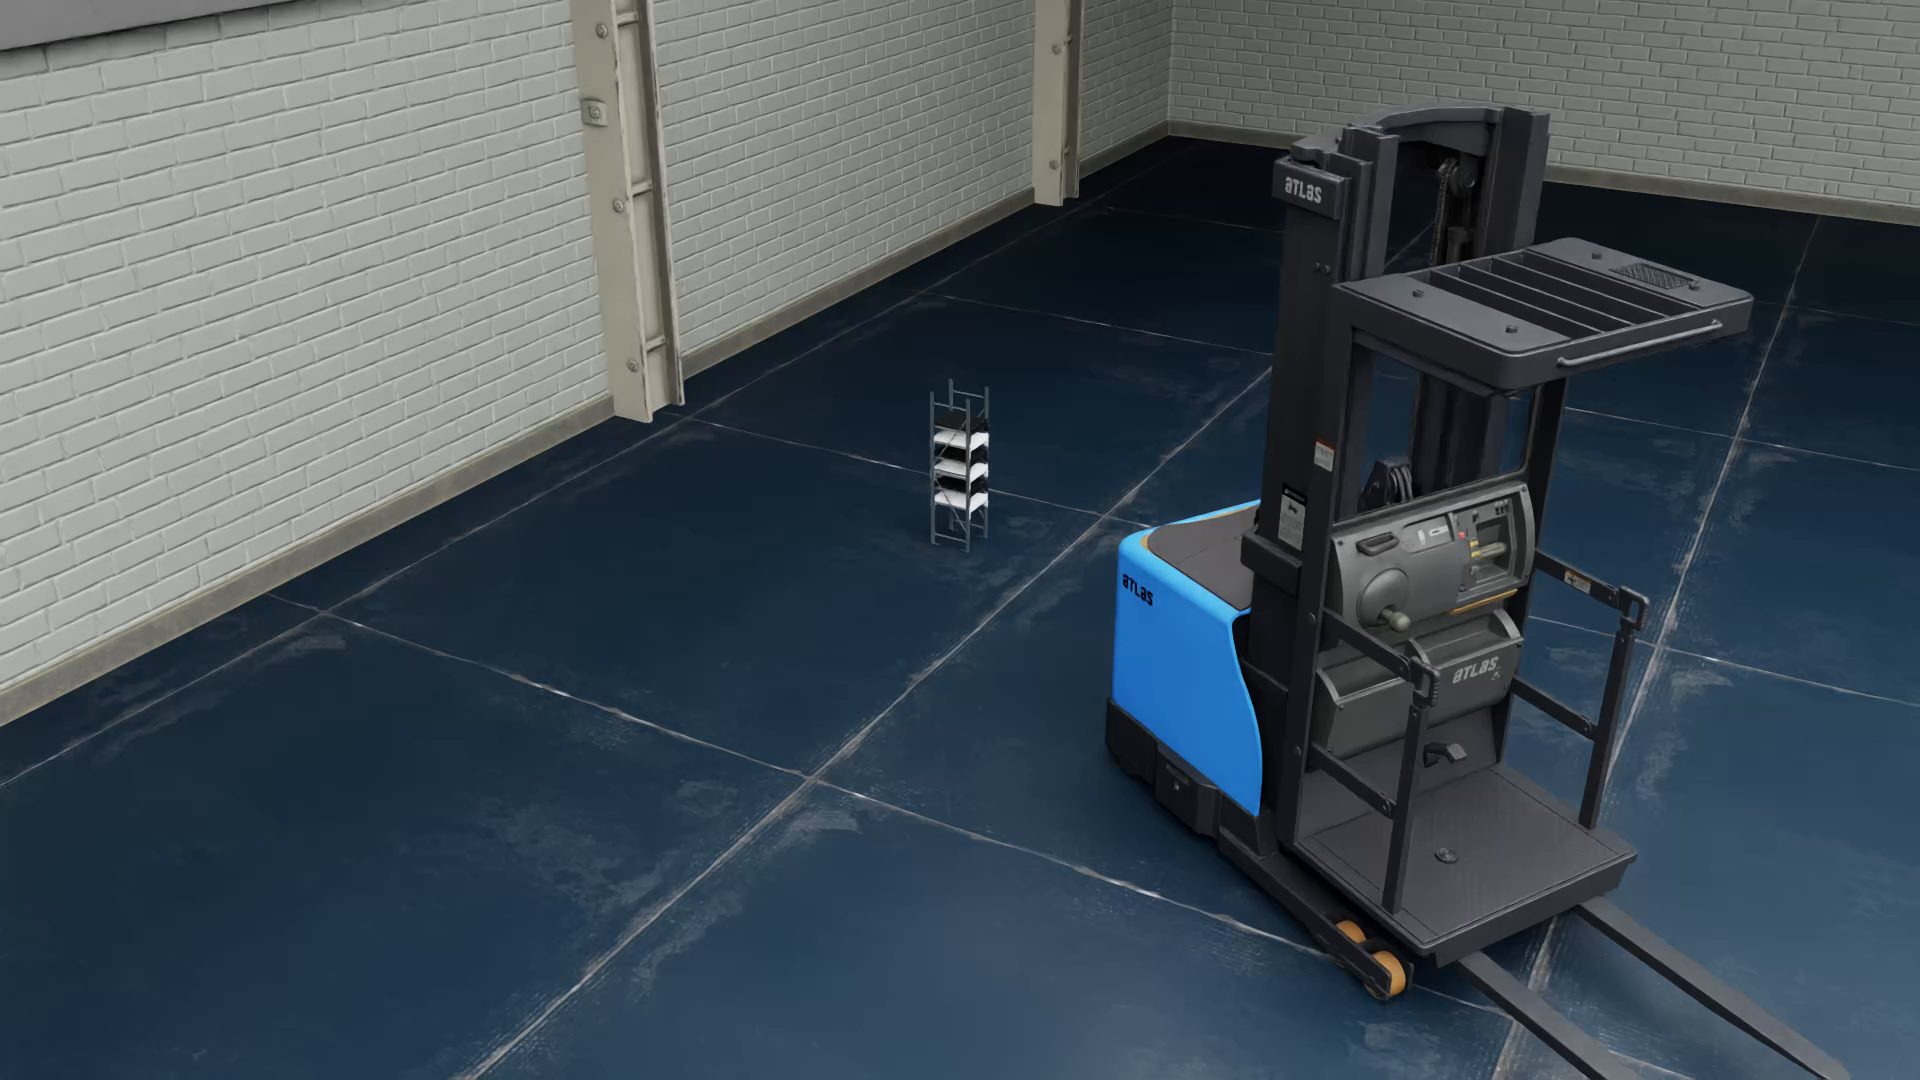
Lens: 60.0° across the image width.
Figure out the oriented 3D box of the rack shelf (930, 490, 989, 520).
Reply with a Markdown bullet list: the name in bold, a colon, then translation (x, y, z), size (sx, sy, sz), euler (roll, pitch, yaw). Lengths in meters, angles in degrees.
- **rack shelf**: translation (-0.004, -0.208, 9.138), size (0.258, 0.077, 0.200), euler (14, 30, 26)

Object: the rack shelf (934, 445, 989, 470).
- **rack shelf**: translation (-0.004, -0.450, 9.017), size (0.258, 0.077, 0.200), euler (14, 30, 26)

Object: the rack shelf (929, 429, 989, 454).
- **rack shelf**: translation (-0.004, -0.530, 8.977), size (0.258, 0.077, 0.200), euler (14, 30, 26)

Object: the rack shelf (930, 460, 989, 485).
- **rack shelf**: translation (-0.004, -0.369, 9.057), size (0.258, 0.077, 0.200), euler (14, 30, 26)

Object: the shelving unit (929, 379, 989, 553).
- **shelving unit**: translation (-0.004, -0.399, 9.042), size (0.258, 0.900, 0.210), euler (14, 30, 26)

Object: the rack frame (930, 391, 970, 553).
- **rack frame**: translation (-0.054, -0.360, 8.963), size (0.240, 0.900, 0.006), euler (14, 30, 26)

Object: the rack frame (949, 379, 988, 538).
- **rack frame**: translation (0.046, -0.439, 9.121), size (0.240, 0.900, 0.006), euler (14, 30, 26)

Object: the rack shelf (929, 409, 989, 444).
- **rack shelf**: translation (-0.004, -0.611, 8.936), size (0.258, 0.077, 0.200), euler (14, 30, 26)

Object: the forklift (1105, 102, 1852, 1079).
- **forklift**: translation (1.809, 0.098, 5.779), size (1.130, 2.935, 3.031), euler (-14, 30, -26)

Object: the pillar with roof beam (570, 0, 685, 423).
- **pillar with roof beam**: translation (1.691, -3.943, 7.075), size (9.100, 9.000, 0.400), euler (14, 30, 26)

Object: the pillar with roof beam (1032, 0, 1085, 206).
- **pillar with roof beam**: translation (4.642, -6.282, 11.746), size (9.100, 9.000, 0.400), euler (14, 30, 26)

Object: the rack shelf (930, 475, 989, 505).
- **rack shelf**: translation (-0.004, -0.289, 9.097), size (0.258, 0.077, 0.200), euler (14, 30, 26)
